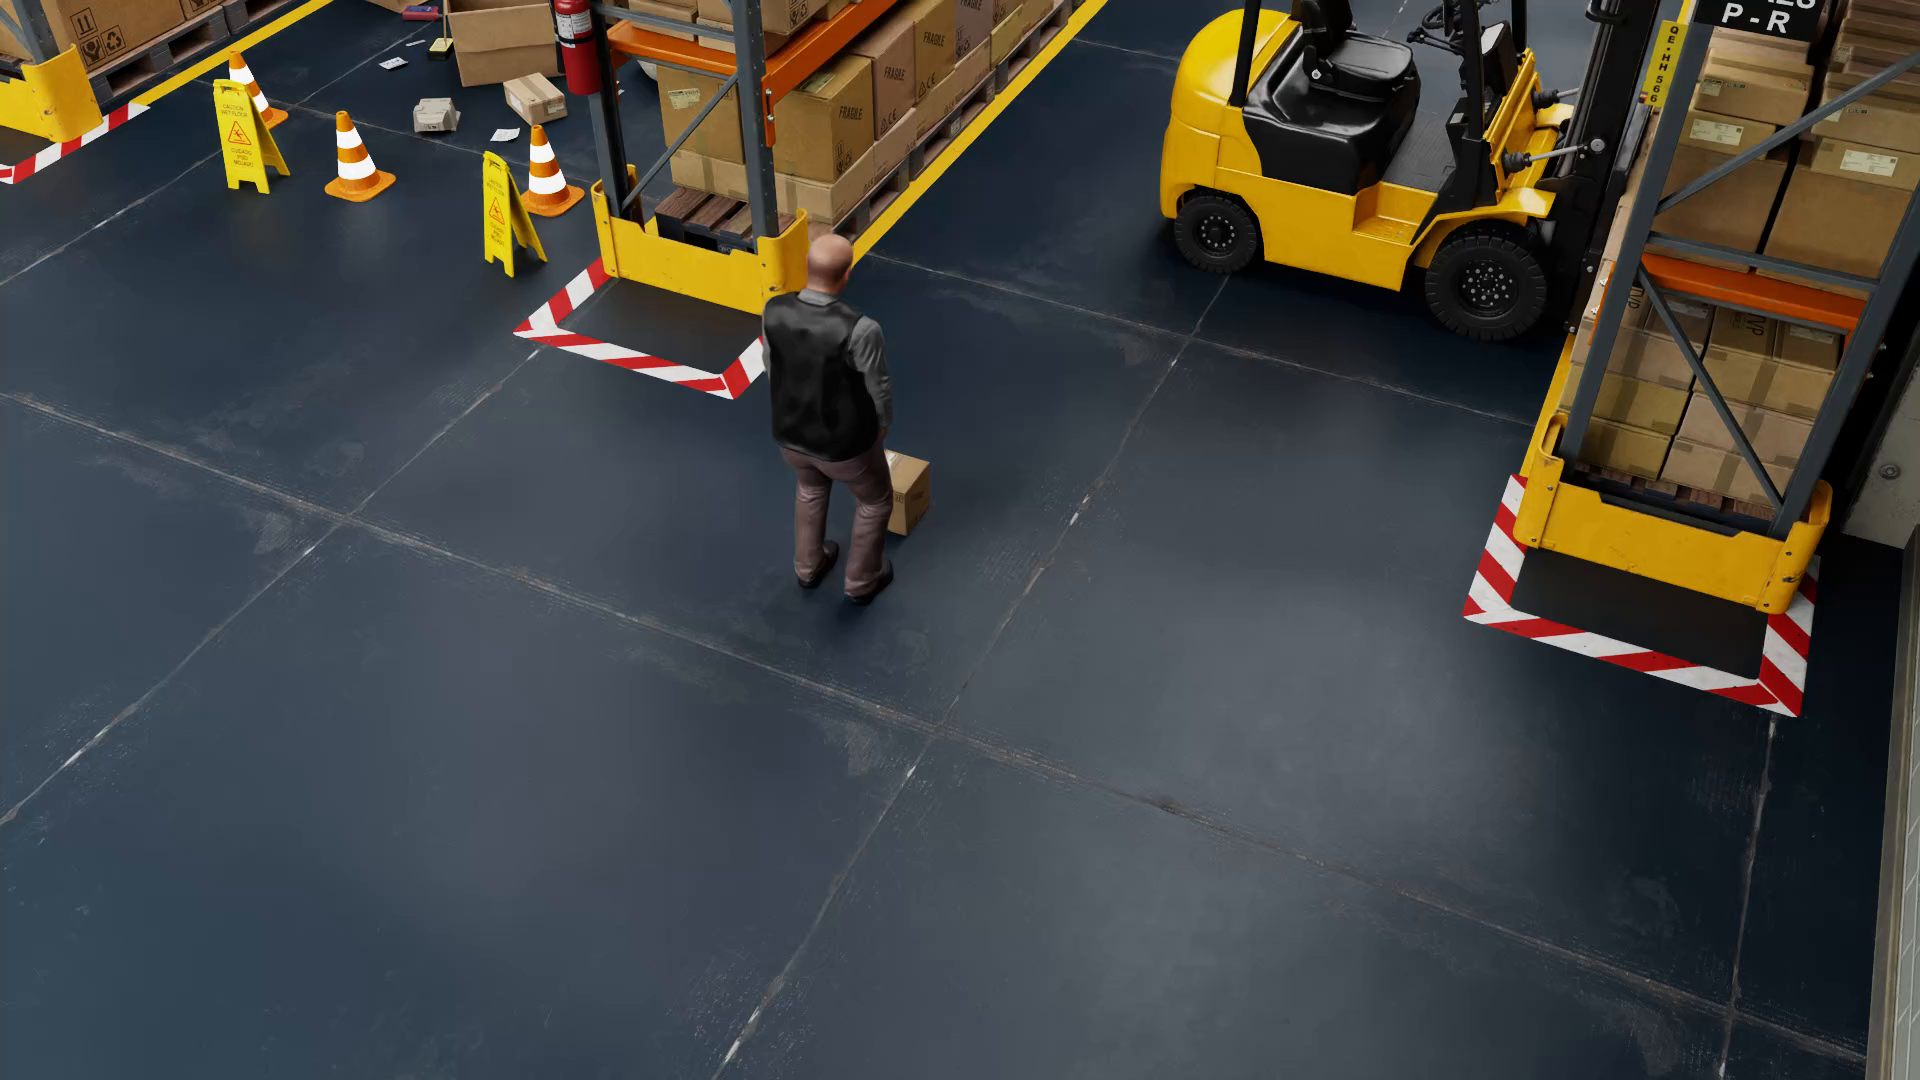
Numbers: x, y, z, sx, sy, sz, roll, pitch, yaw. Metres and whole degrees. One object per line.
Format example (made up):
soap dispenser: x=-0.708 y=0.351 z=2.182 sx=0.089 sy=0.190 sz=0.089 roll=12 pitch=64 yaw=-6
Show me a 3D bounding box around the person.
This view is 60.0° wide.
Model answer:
person: x=-0.540 y=-0.452 z=6.741 sx=0.563 sy=1.658 sz=0.447 roll=18 pitch=45 yaw=19
